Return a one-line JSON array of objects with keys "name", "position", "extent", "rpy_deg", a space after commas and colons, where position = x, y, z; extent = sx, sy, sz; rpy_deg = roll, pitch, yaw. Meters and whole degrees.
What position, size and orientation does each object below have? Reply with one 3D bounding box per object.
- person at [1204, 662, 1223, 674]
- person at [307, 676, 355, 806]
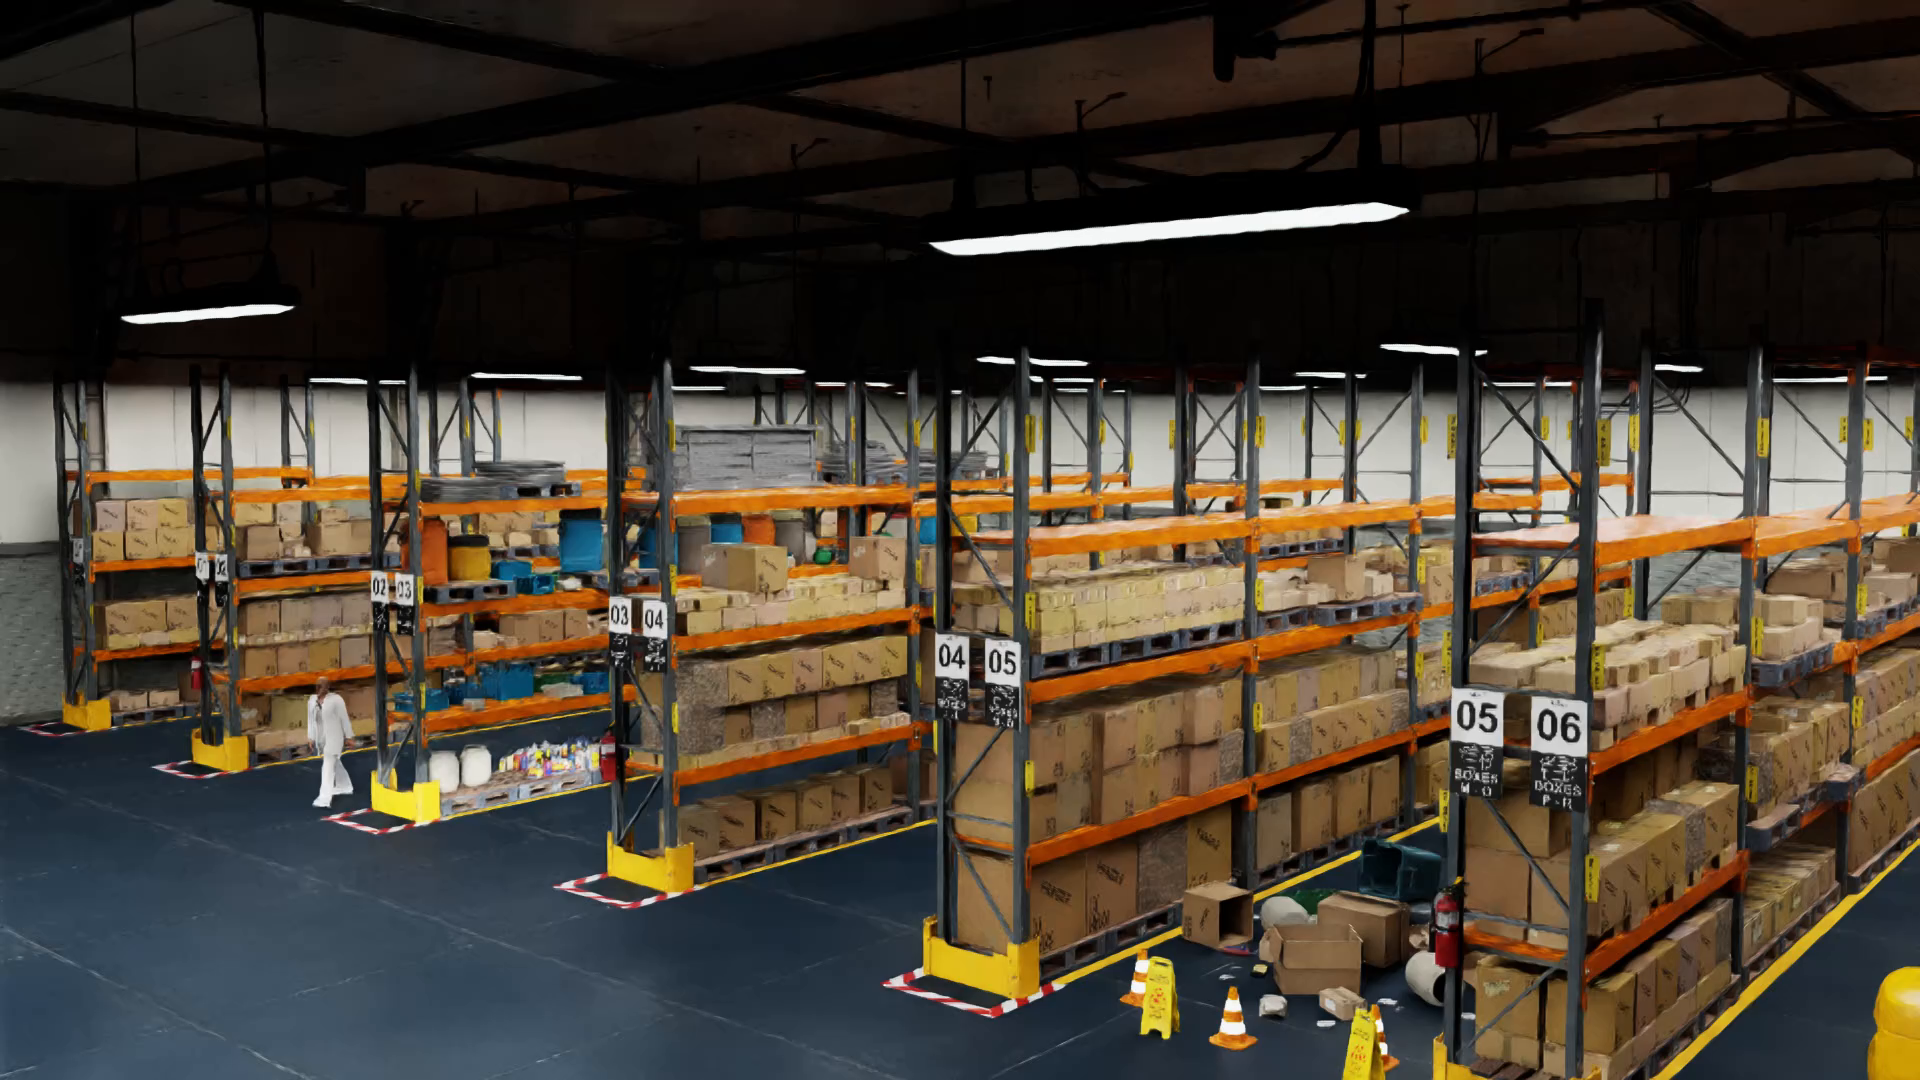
[{"name": "person", "position": [3.783, 2.530, 24.490], "extent": [0.598, 1.698, 1.193], "rpy_deg": [4, 6, 43]}, {"name": "person", "position": [-8.540, 2.685, 22.453], "extent": [0.635, 1.734, 1.038], "rpy_deg": [2, 4, 21]}]
